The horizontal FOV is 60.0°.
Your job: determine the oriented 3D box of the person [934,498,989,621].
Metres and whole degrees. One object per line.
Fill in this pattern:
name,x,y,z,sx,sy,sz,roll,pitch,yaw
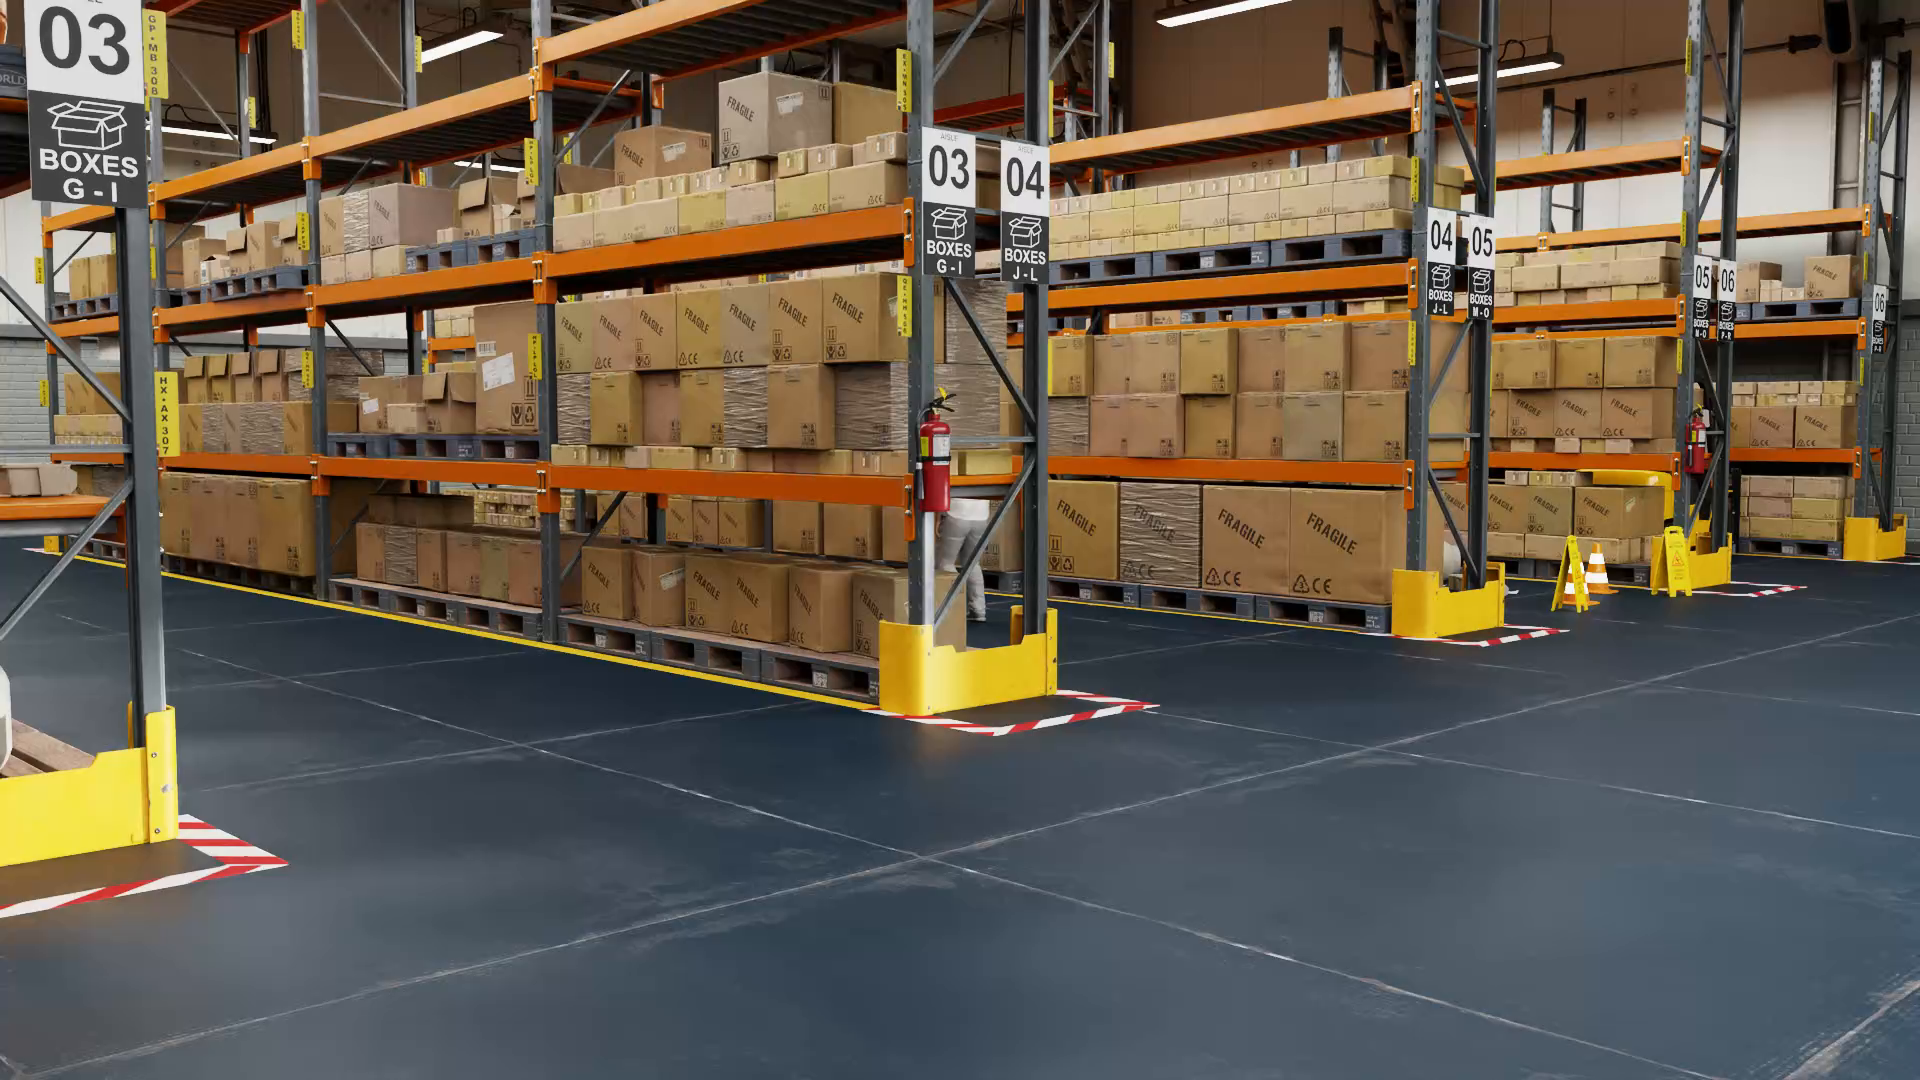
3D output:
person,0.007,-0.155,13.301,0.403,1.651,0.563,4,5,42
